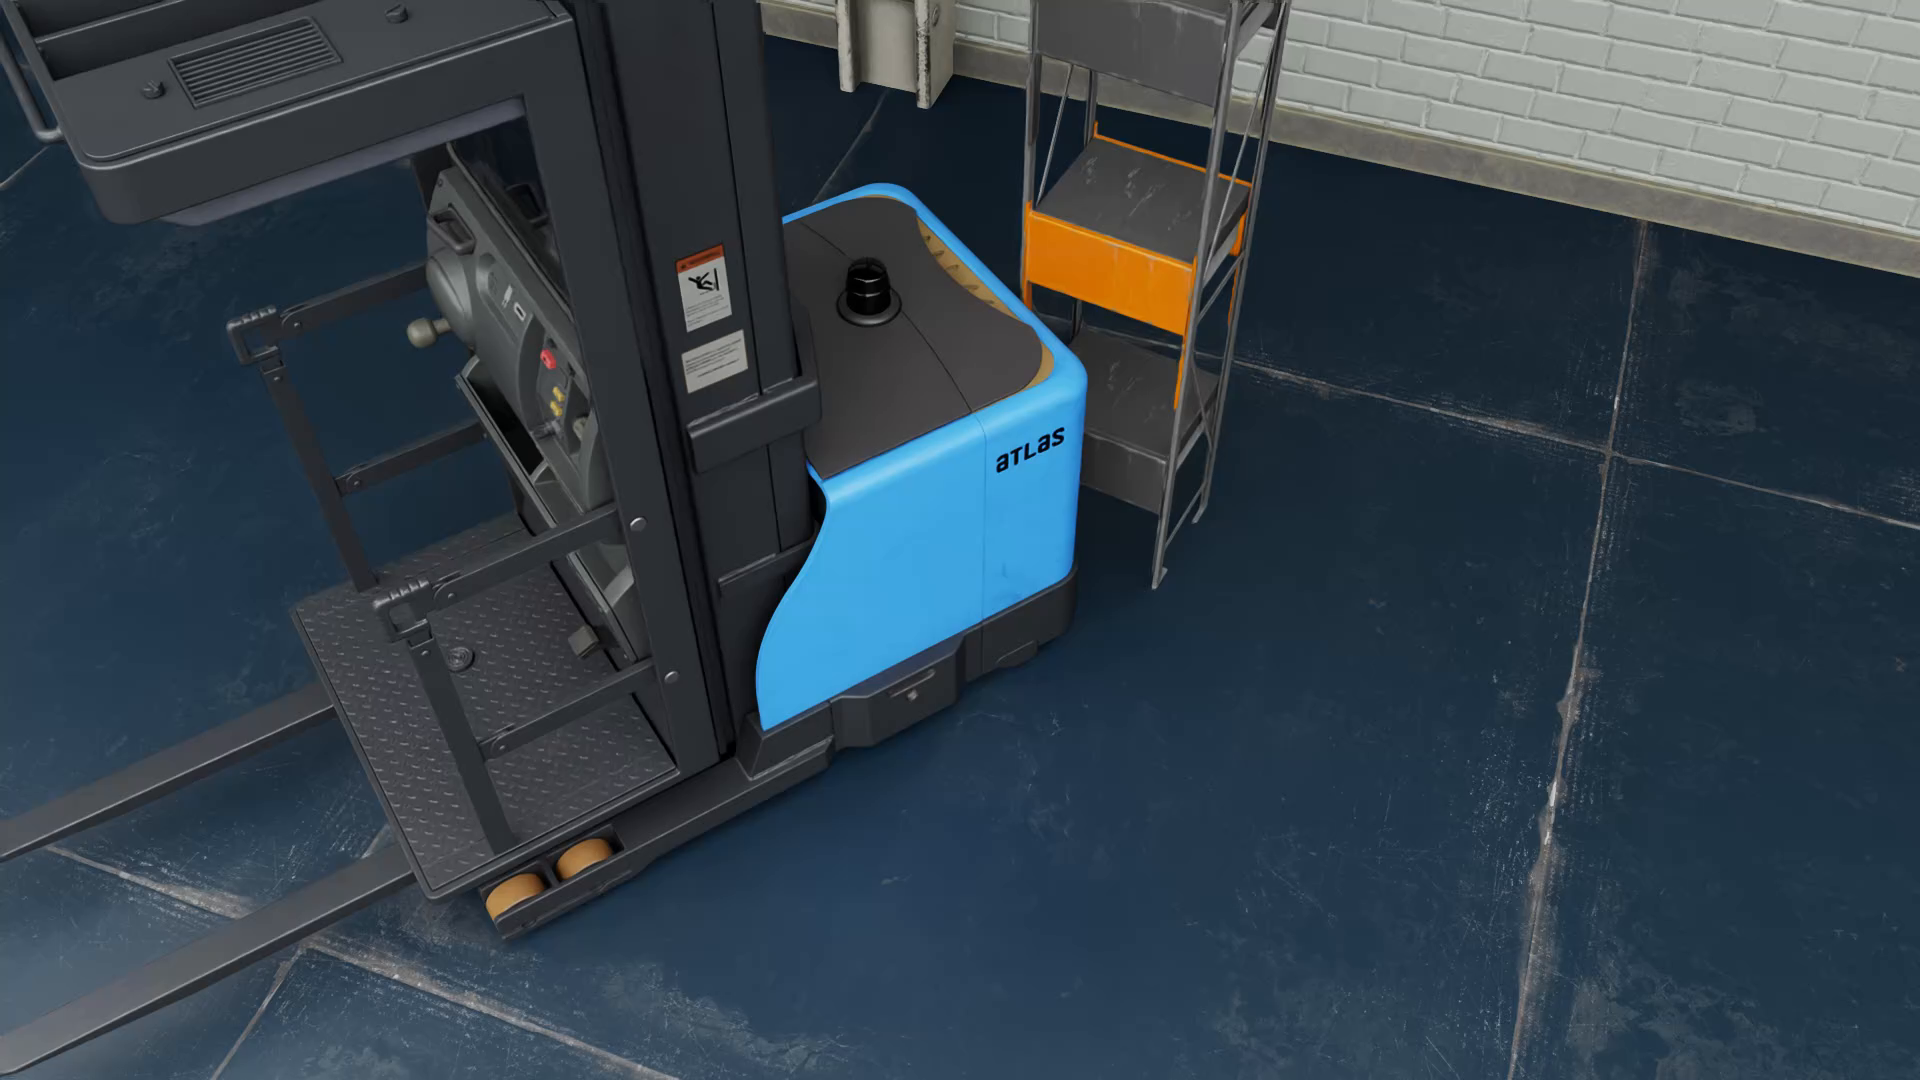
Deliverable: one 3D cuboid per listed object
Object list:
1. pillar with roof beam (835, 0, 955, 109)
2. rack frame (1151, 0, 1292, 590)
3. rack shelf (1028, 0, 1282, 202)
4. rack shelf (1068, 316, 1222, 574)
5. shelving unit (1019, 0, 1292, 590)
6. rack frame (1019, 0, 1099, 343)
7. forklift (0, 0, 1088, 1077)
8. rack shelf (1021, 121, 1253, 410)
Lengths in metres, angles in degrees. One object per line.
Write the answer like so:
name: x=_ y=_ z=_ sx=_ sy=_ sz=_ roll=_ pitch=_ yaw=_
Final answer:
pillar with roof beam: x=-1.749 y=-1.810 z=0.864 sx=0.400 sy=9.000 sz=9.100 roll=16 pitch=51 yaw=13
rack frame: x=0.692 y=-0.667 z=4.439 sx=0.015 sy=2.100 sz=0.400 roll=23 pitch=53 yaw=18
rack shelf: x=0.478 y=-1.206 z=3.998 sx=0.480 sy=0.518 sz=0.431 roll=23 pitch=53 yaw=18
rack shelf: x=0.478 y=-0.289 z=5.056 sx=0.480 sy=0.518 sz=0.431 roll=23 pitch=53 yaw=18
shelving unit: x=0.478 y=-0.757 z=4.516 sx=0.503 sy=2.100 sz=0.431 roll=23 pitch=53 yaw=18
rack frame: x=0.265 y=-0.846 z=4.593 sx=0.015 sy=2.100 sz=0.400 roll=23 pitch=53 yaw=18
forklift: x=-1.176 y=-0.390 z=3.649 sx=3.031 sy=2.935 sz=1.130 roll=-26 pitch=54 yaw=-21
rack shelf: x=0.478 y=-0.748 z=4.527 sx=0.480 sy=0.518 sz=0.431 roll=23 pitch=53 yaw=18
